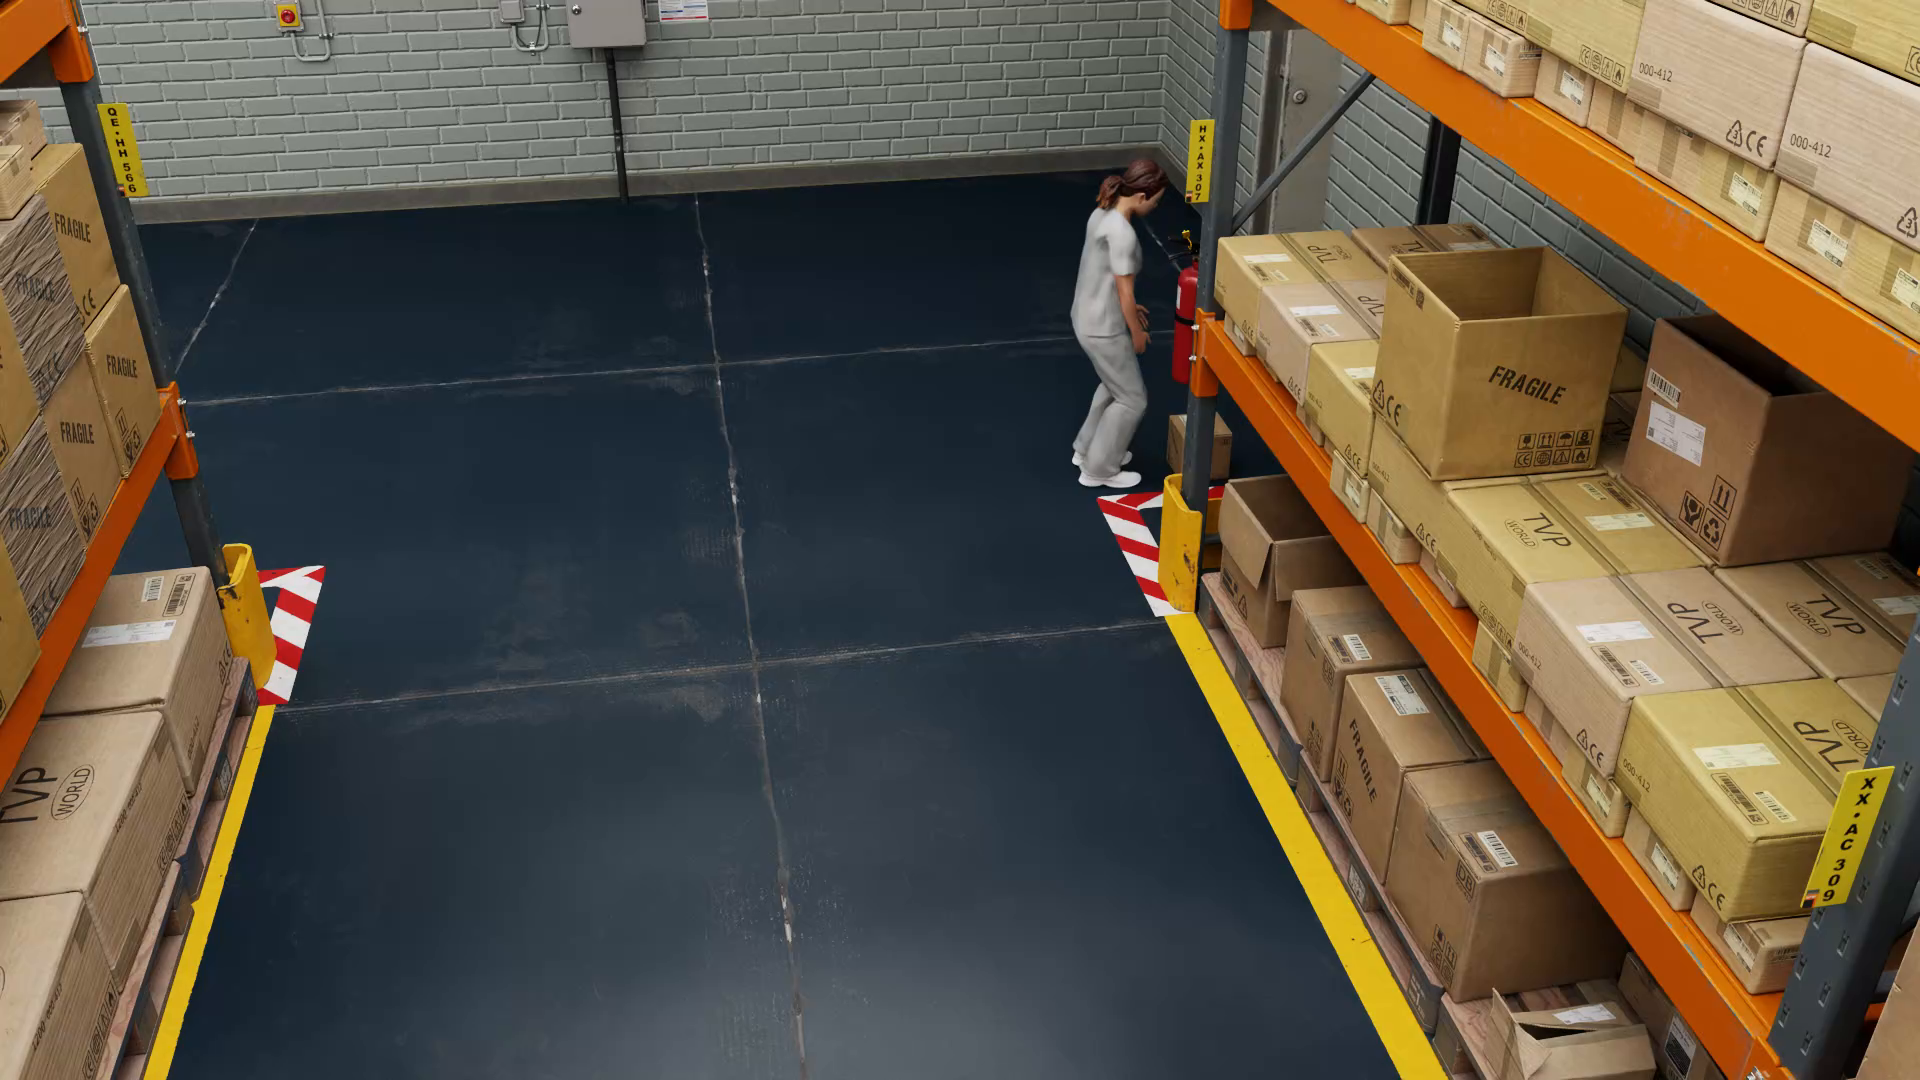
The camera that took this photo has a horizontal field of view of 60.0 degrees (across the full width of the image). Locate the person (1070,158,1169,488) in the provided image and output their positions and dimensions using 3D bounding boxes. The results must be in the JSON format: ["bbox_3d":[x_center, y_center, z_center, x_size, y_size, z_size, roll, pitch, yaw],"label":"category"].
[{"bbox_3d":[0.740,-1.036,7.951,0.426,1.603,0.468,-2,31,-3],"label":"person"}]
